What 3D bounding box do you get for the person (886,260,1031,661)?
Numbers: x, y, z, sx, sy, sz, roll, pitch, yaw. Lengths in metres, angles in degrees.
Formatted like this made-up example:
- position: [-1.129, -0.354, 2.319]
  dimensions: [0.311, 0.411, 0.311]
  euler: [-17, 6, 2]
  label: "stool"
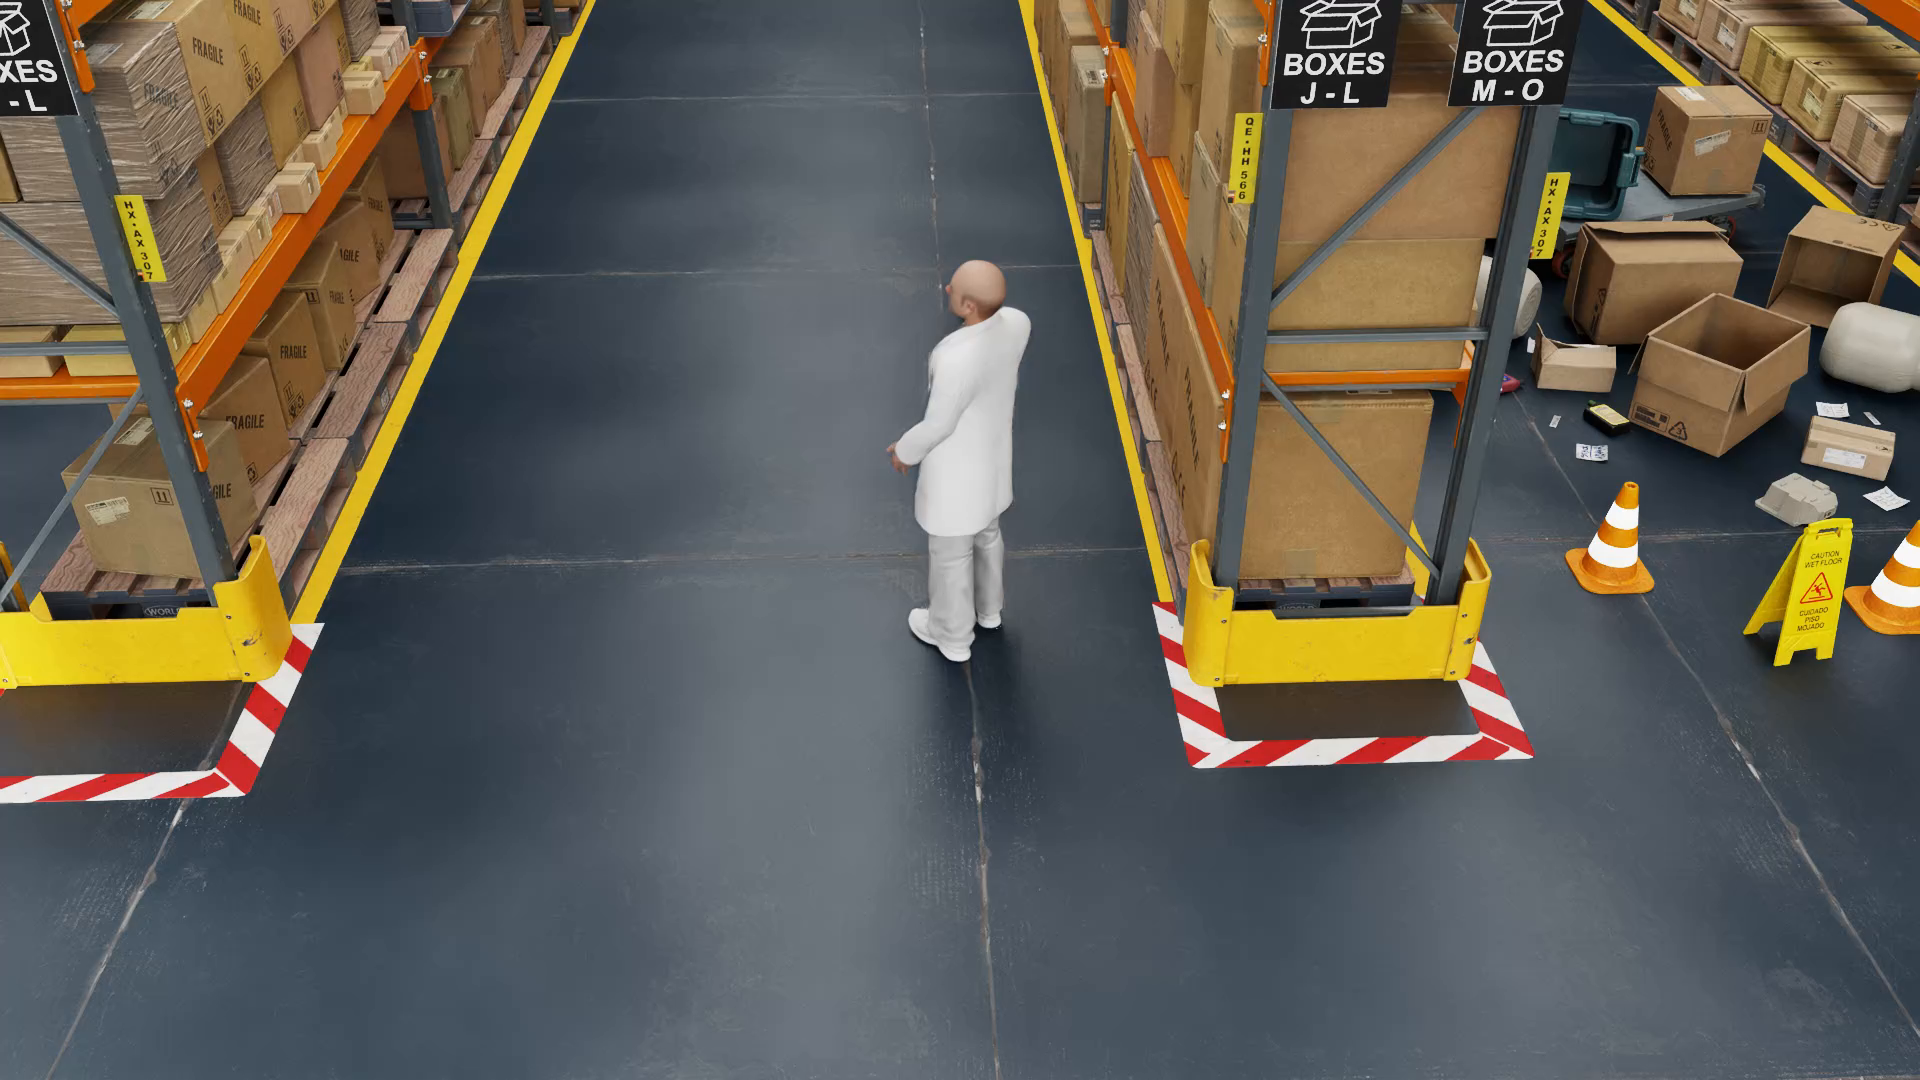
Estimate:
- position: [-0.007, -0.337, 6.619]
  dimensions: [0.473, 1.788, 0.627]
  euler: [19, 39, 26]
  label: "person"
